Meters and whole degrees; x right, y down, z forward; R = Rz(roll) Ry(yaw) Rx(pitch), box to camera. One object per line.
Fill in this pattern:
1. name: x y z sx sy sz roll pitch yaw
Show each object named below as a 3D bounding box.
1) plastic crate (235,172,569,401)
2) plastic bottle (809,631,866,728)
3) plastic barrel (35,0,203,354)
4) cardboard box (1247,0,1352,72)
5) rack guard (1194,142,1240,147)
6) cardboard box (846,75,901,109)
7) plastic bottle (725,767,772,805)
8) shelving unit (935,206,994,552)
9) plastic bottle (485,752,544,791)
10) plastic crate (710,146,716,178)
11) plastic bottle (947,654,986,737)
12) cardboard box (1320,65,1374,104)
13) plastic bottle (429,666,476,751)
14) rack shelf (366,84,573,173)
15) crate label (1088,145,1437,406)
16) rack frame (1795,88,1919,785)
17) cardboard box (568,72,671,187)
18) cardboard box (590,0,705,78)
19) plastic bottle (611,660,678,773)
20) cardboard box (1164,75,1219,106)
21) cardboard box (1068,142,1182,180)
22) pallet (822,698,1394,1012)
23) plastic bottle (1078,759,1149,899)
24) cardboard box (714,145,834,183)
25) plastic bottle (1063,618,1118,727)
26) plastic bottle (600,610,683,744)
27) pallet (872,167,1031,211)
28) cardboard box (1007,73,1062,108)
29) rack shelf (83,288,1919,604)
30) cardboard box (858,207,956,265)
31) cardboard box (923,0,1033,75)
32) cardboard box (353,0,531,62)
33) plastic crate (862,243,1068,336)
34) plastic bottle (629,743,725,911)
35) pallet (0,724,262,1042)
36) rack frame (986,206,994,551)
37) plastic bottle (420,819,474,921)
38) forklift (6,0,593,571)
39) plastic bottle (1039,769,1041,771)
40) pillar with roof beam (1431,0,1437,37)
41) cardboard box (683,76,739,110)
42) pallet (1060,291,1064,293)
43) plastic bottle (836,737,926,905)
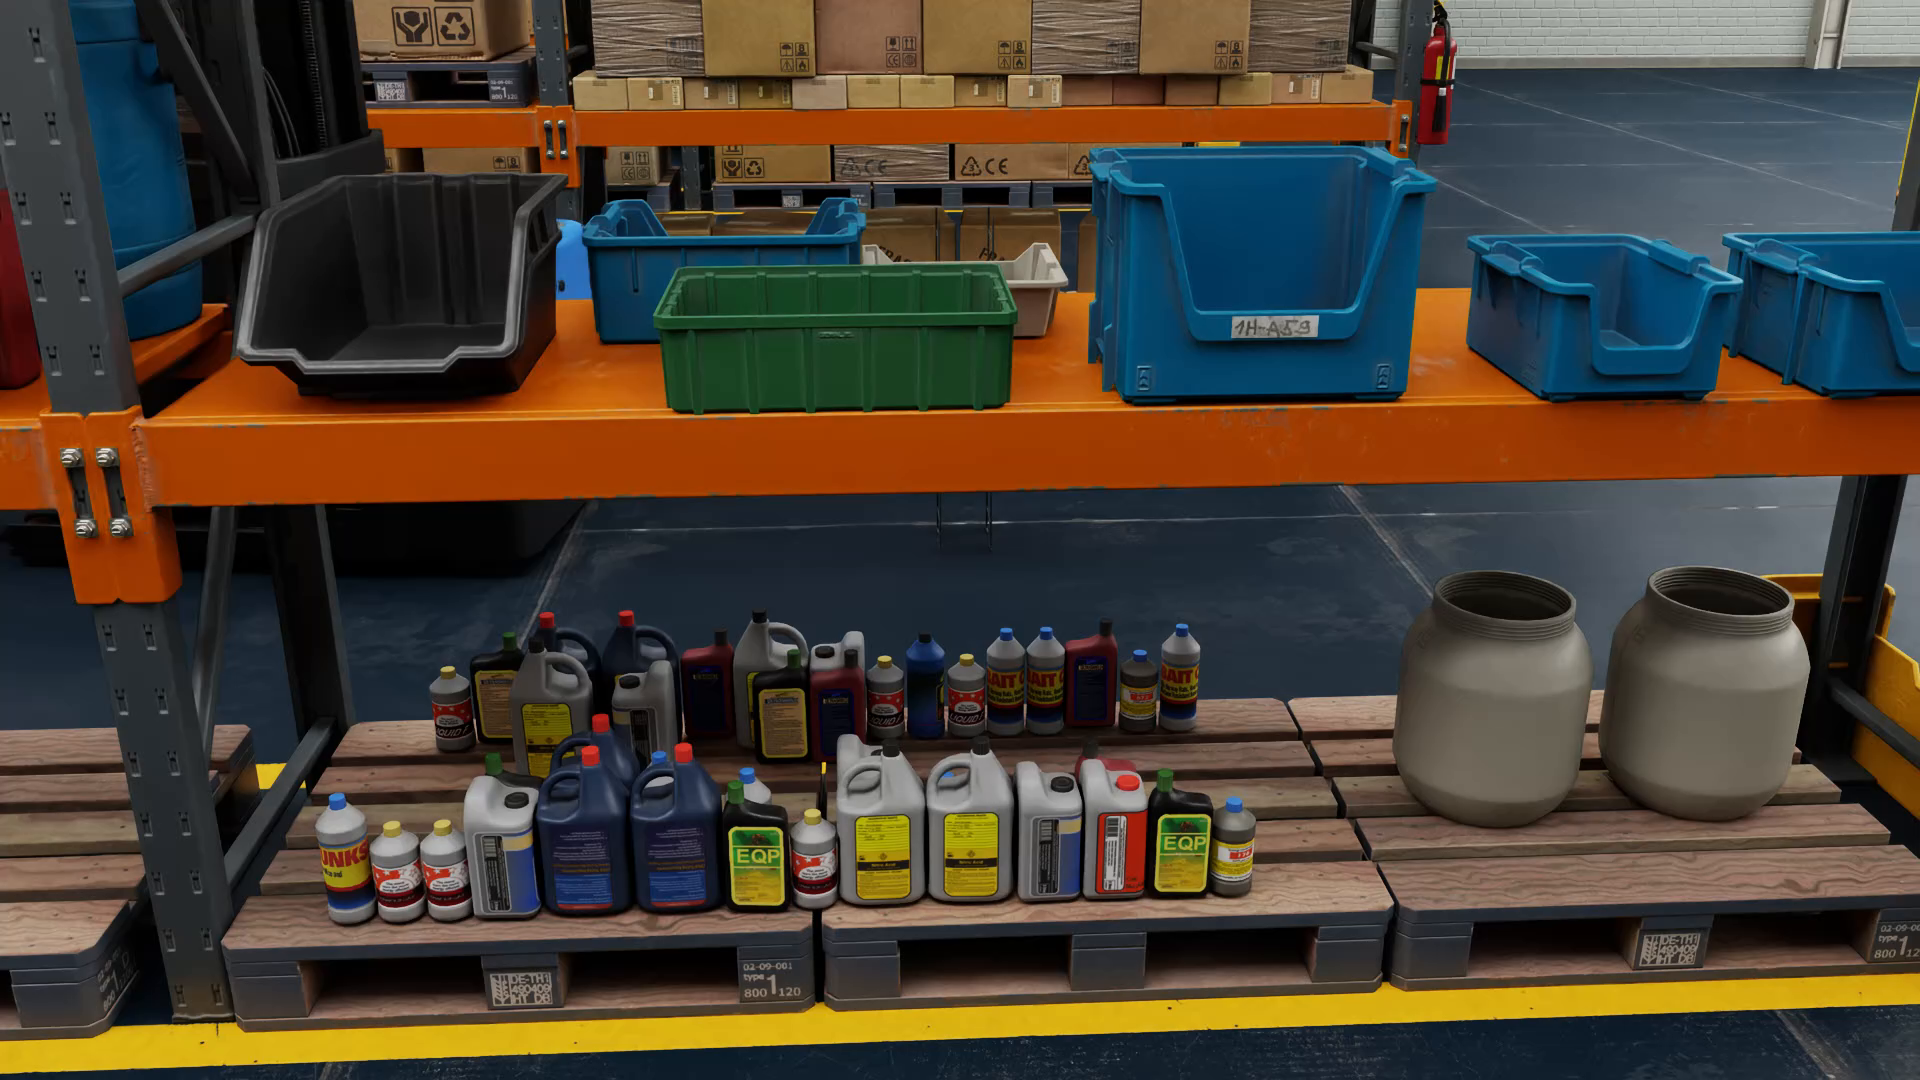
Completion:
1. plastic crate: -1.078 -0.508 3.327 0.504 0.338 0.767 -1 21 -3
2. plastic bottle: -0.305 0.368 4.149 0.135 0.276 0.152 -1 21 -2
3. plastic barrel: -2.011 -0.906 3.579 0.708 0.901 0.600 -1 21 -3
4. cardboard box: 1.552 -2.597 8.167 0.500 0.500 0.875 -1 21 -3
5. rack guard: 1.945 -3.009 13.321 0.348 0.500 1.175 -1 21 -3
6. cardboard box: -0.412 -2.145 7.893 0.250 0.149 0.380 -1 21 -3
7. plastic bottle: -0.445 0.609 3.522 0.097 0.271 0.097 0 21 0
8. shelving unit: 0.014 -0.561 5.908 0.189 1.200 0.258 -1 21 -3
9. plastic bottle: -0.950 0.587 3.562 0.133 0.283 0.061 -1 21 -3
10. plastic crate: -1.974 -3.277 14.383 0.662 0.188 0.450 10 33 25
11. plastic bottle: 0.017 0.386 4.205 0.097 0.201 0.097 0 21 0
12. cardboard box: 1.830 -2.216 8.078 0.250 0.149 0.380 -1 21 -3
13. plastic bottle: -1.263 0.413 4.136 0.097 0.201 0.097 0 21 0
14. rack shelf: -3.887 -1.954 8.049 4.000 0.370 1.077 -1 21 -3
15. crate label: 0.563 -0.536 3.263 0.616 0.435 0.502 -1 21 -3
16. rack frame: 2.386 -0.653 3.620 0.127 3.000 1.000 -1 21 -3
17. cardboard box: -2.687 -3.195 12.870 0.750 0.750 1.050 -1 21 -3
18. cardboard box: -1.438 -2.504 7.923 0.500 0.500 0.875 -1 21 -3
19. plastic bottle: -0.756 0.428 3.990 0.135 0.276 0.152 -1 21 -3
20. cardboard box: 1.083 -2.188 8.005 0.250 0.149 0.380 -1 21 -3
21. cardboard box: 1.247 -3.342 13.080 0.875 0.875 0.875 -1 21 -3
22. pallet: 0.286 0.707 3.968 1.213 0.211 1.003 -1 21 -3
23. plastic bottle: 0.324 0.603 3.531 0.135 0.276 0.152 -1 21 -3
24. cardboard box: -1.441 -3.286 12.933 0.875 0.875 0.875 -1 21 -2
25. plastic bottle: 0.331 0.335 4.224 0.133 0.283 0.061 -1 21 -2
26. plastic bottle: -0.790 0.341 4.113 0.185 0.351 0.144 -2 21 -6
27. pallet: -0.088 -2.805 13.193 1.213 0.211 1.003 -1 21 -3
28. cardboard box: 0.339 -2.148 7.900 0.250 0.149 0.380 -1 21 -3
29. rack shelf: 0.389 -0.276 3.641 4.000 0.370 1.077 -1 21 -3
30. cardboard box: -0.302 -1.408 8.526 0.500 0.500 0.500 -3 21 -8
31. cardboard box: 0.058 -2.543 8.026 0.500 0.500 0.875 -1 21 -3
32. cardboard box: -2.692 -2.841 7.935 1.000 1.000 1.000 -1 21 -3
33. plastic crate: -0.001 -0.571 3.776 0.437 0.136 0.530 -1 21 -3
34. plastic bottle: -0.590 0.588 3.466 0.185 0.351 0.144 -2 21 -5
35. pallet: -2.390 0.761 3.825 1.213 0.211 1.003 -1 21 -3
36. rack frame: 0.106 -0.563 5.913 0.006 1.200 0.240 -1 21 -3
37. plastic bottle: -1.062 0.676 3.445 0.097 0.201 0.097 0 21 0
38. forklift: -2.937 -1.462 5.843 3.031 2.935 1.130 2 21 5
39. plastic bottle: 0.160 0.597 3.653 0.097 0.201 0.097 0 21 0
40. pillar with roof beam: 6.739 -9.398 18.158 0.400 9.000 9.100 -1 21 -3
41. cardboard box: -1.160 -2.127 7.844 0.250 0.149 0.380 -1 21 -3
42. pallet: -0.001 -1.080 8.661 1.213 0.211 1.003 -1 21 -3
43. plastic bottle: -0.165 0.579 3.488 0.185 0.351 0.144 -1 21 -3
